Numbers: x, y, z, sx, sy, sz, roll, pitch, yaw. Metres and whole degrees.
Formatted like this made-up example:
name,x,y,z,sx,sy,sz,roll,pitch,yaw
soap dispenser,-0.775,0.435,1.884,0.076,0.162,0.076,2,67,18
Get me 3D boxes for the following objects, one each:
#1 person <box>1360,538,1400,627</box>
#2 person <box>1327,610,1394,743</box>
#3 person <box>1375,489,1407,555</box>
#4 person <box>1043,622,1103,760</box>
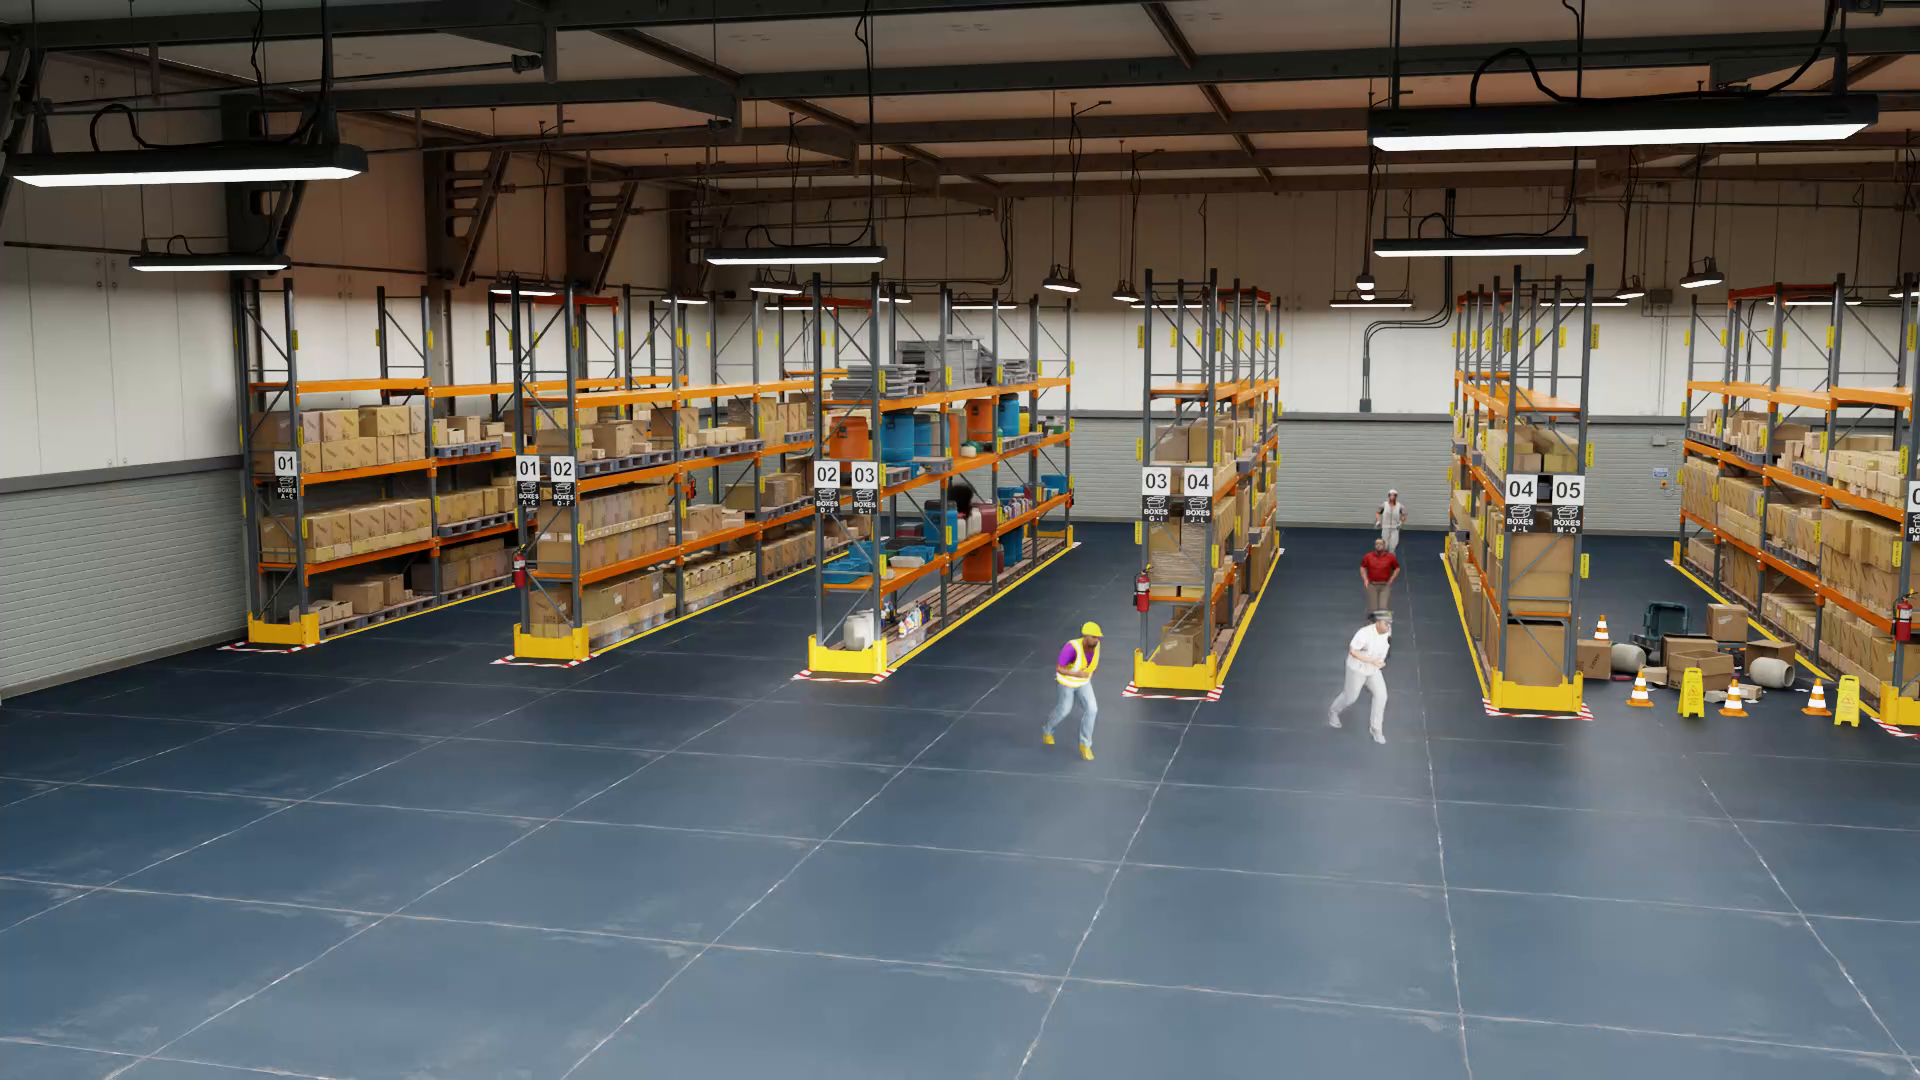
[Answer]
name,x,y,z,sx,sy,sz,roll,pitch,yaw
person,7.090,0.810,28.092,0.653,1.700,0.646,2,7,12
person,5.078,1.687,21.092,0.706,1.722,1.020,-4,8,-33
person,9.497,-0.248,36.657,0.678,1.734,0.608,2,7,14
person,1.374,1.795,20.160,0.747,1.715,1.037,-5,8,-35
